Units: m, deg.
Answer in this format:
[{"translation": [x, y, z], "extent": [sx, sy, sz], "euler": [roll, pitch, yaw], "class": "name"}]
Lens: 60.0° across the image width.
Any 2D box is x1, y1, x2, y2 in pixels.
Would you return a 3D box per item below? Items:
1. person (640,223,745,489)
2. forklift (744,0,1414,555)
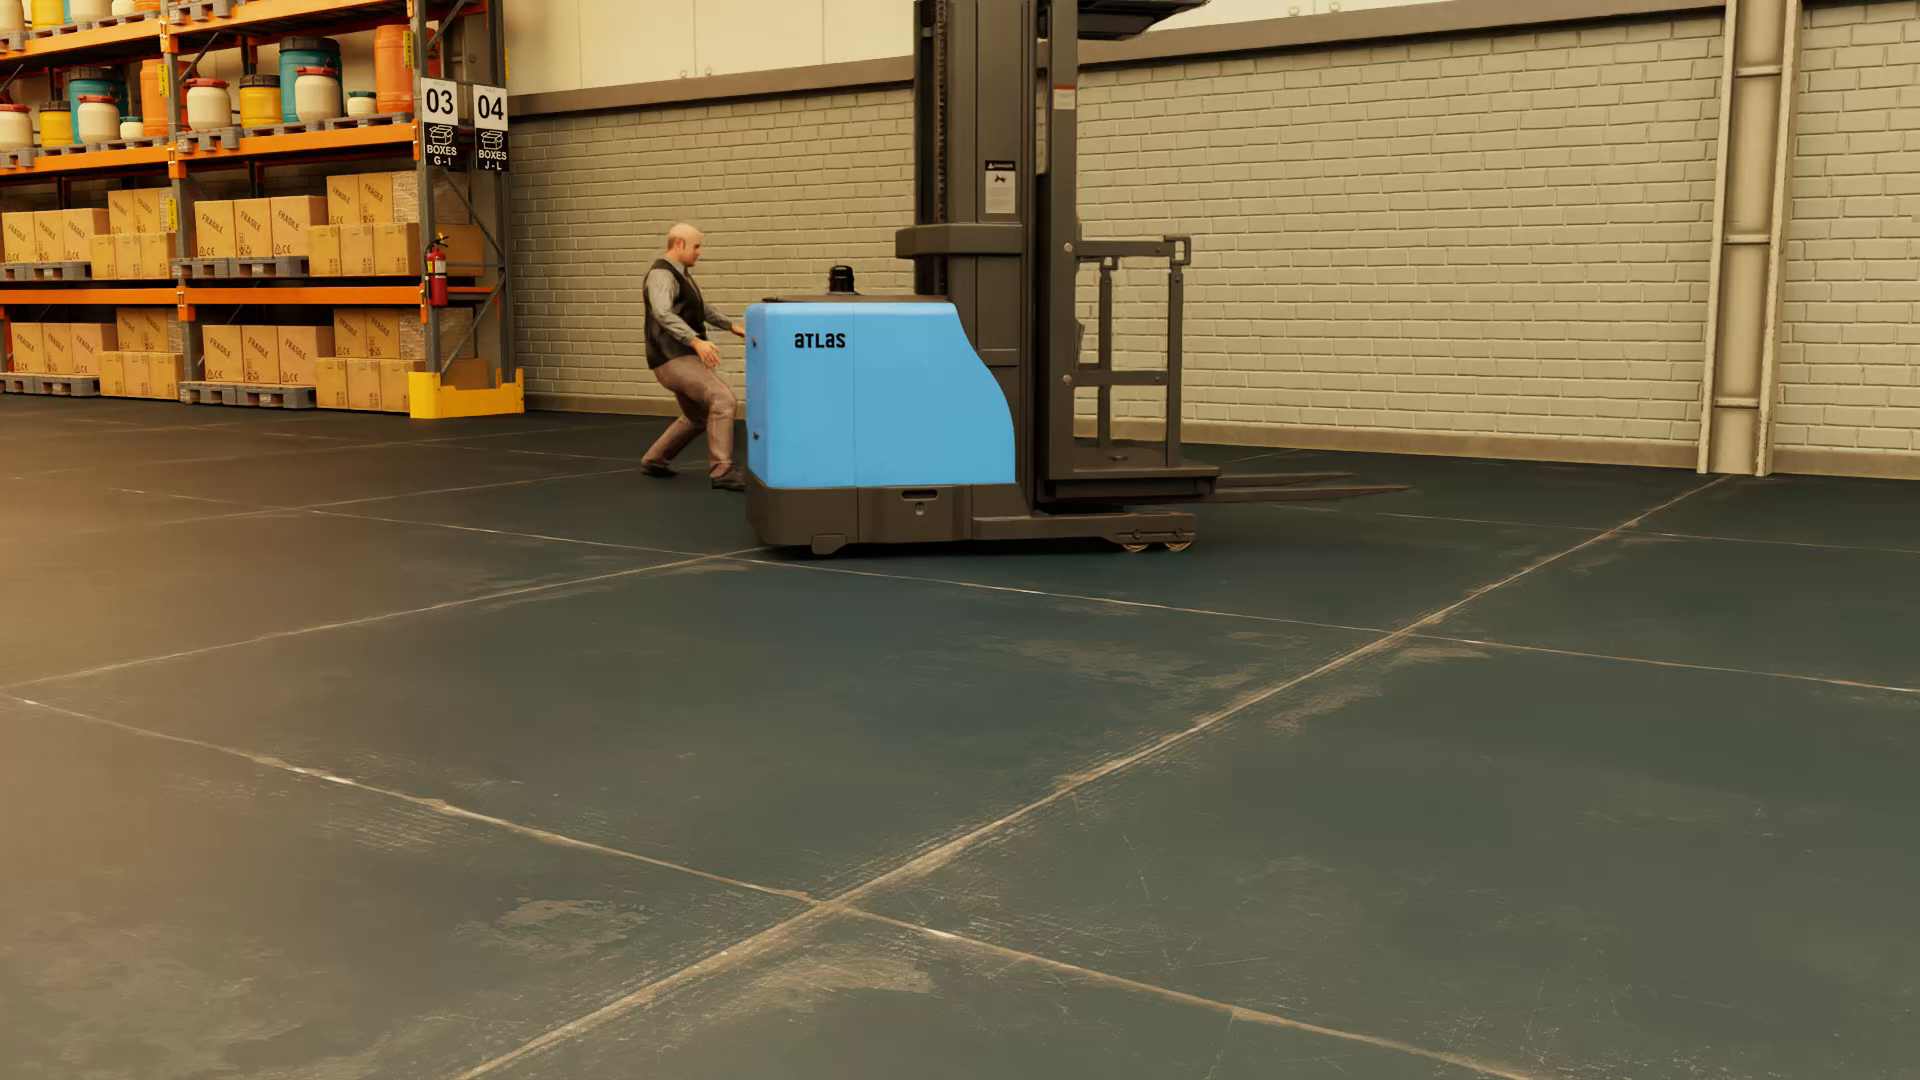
[{"translation": [-1.561, -1.091, 9.942], "extent": [0.913, 1.576, 0.996], "euler": [1, 8, 4], "class": "person"}, {"translation": [0.563, -1.472, 7.547], "extent": [3.031, 2.935, 1.130], "euler": [-2, 8, -13], "class": "forklift"}]
